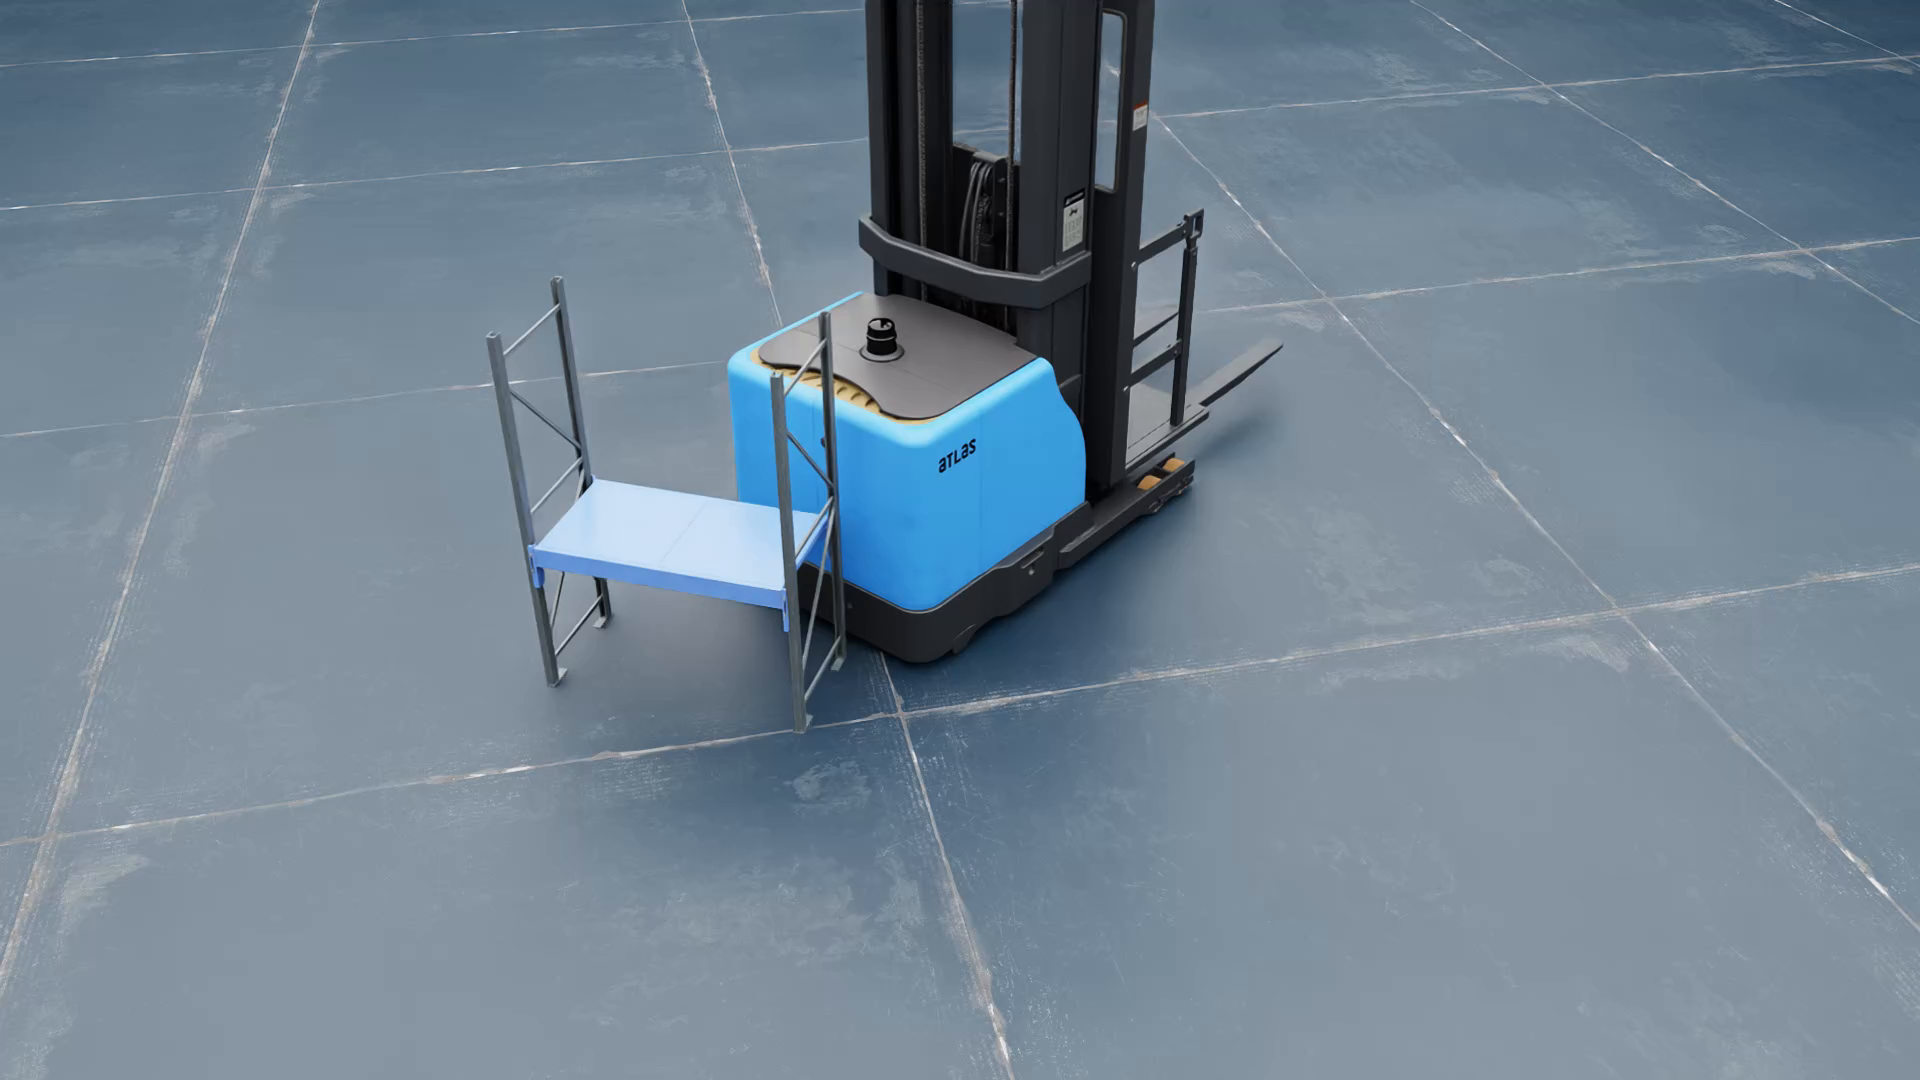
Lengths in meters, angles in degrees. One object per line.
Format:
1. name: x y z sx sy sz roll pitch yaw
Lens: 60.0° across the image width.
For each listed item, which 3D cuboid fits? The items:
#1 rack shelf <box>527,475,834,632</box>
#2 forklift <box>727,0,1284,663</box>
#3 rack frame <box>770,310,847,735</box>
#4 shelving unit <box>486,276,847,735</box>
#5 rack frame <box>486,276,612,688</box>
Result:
1. rack shelf: -1.018 0.037 6.171 1.000 0.185 0.538 9 35 13
2. forklift: 0.410 -1.496 6.849 1.130 2.935 3.031 25 41 32
3. rack frame: -0.529 -0.034 5.955 0.032 1.500 0.500 9 35 13
4. shelving unit: -1.018 -0.112 6.071 1.048 1.500 0.538 9 35 13
5. rack frame: -1.507 -0.190 6.187 0.032 1.500 0.500 9 35 13
